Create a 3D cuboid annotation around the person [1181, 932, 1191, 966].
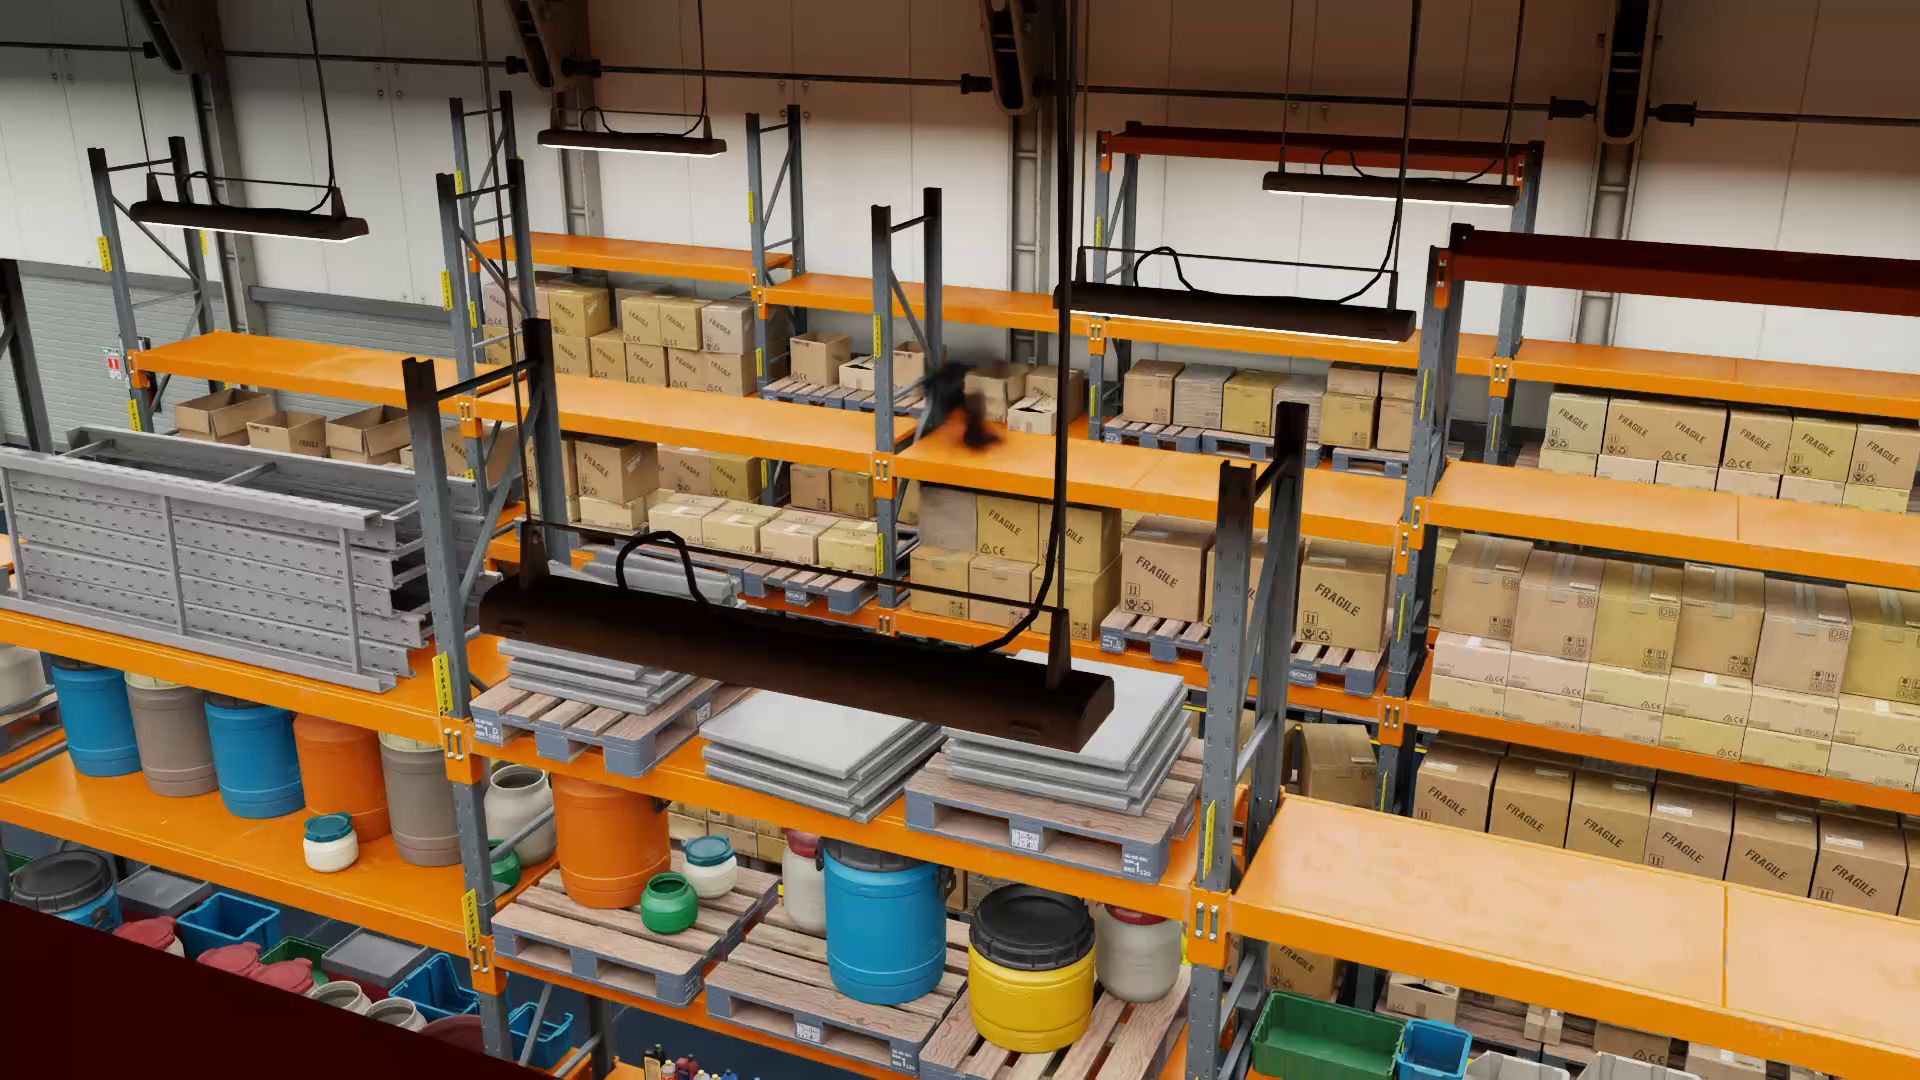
[{"bbox_3d":[1.370,3.366,11.256,0.856,1.738,0.714,6,21,16],"label":"person"}]
